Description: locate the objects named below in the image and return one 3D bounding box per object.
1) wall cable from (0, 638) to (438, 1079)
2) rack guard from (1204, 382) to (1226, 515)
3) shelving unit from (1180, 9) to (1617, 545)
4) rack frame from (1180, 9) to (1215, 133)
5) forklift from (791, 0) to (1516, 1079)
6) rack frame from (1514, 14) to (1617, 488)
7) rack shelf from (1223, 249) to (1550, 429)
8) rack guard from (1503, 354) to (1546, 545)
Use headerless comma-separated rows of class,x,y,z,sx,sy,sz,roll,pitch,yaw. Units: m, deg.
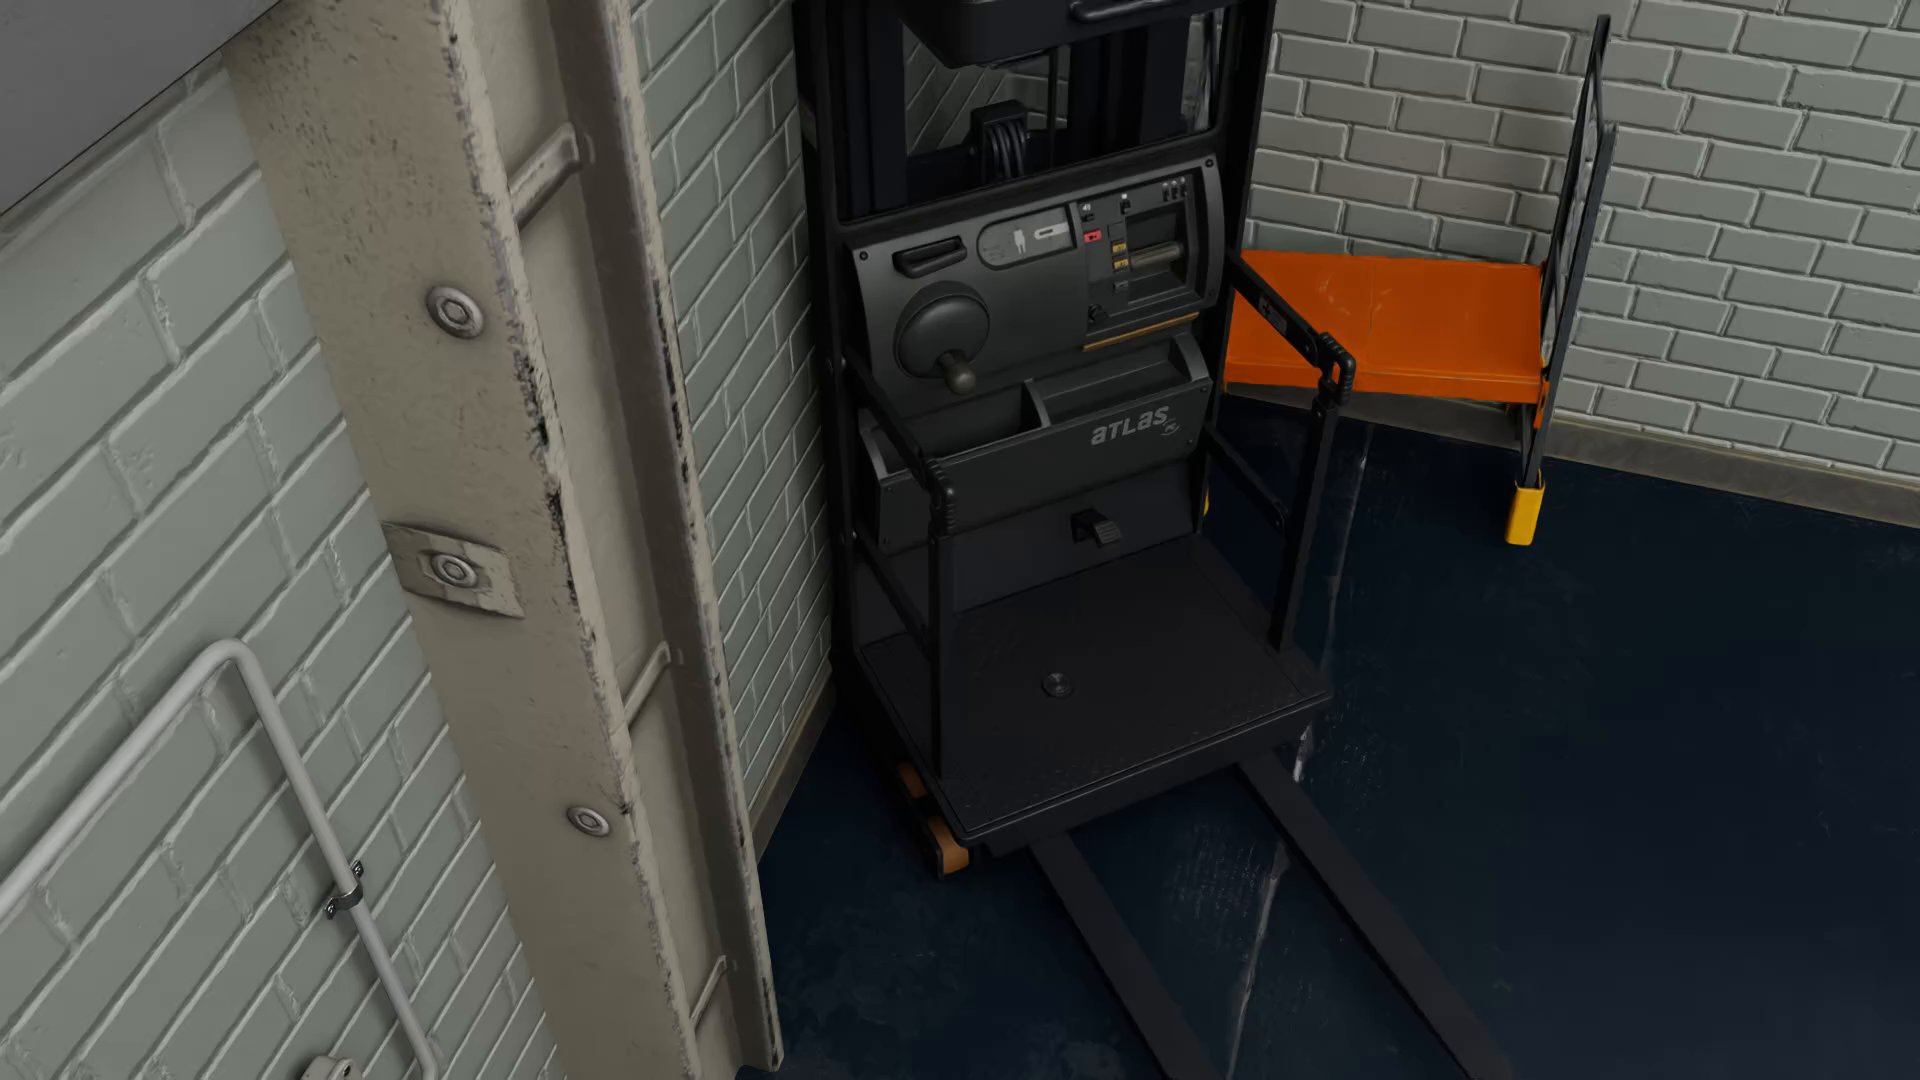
wall cable,-1.133,0.823,1.538,0.084,1.984,1.851,13,46,13
rack guard,0.794,-0.382,5.408,0.087,0.250,0.587,5,51,13
shelving unit,1.210,-0.734,4.824,1.083,1.500,0.587,5,51,13
rack frame,0.707,-0.782,4.936,0.032,1.500,0.500,5,51,13
forklift,0.290,-0.529,3.695,1.130,2.935,3.031,-18,47,-18
rack frame,1.695,-0.688,4.715,0.032,1.500,0.500,5,51,13
rack shelf,1.220,-0.620,4.963,1.000,0.185,0.538,5,51,13
rack guard,1.762,-0.290,5.192,0.087,0.250,0.587,5,51,13
